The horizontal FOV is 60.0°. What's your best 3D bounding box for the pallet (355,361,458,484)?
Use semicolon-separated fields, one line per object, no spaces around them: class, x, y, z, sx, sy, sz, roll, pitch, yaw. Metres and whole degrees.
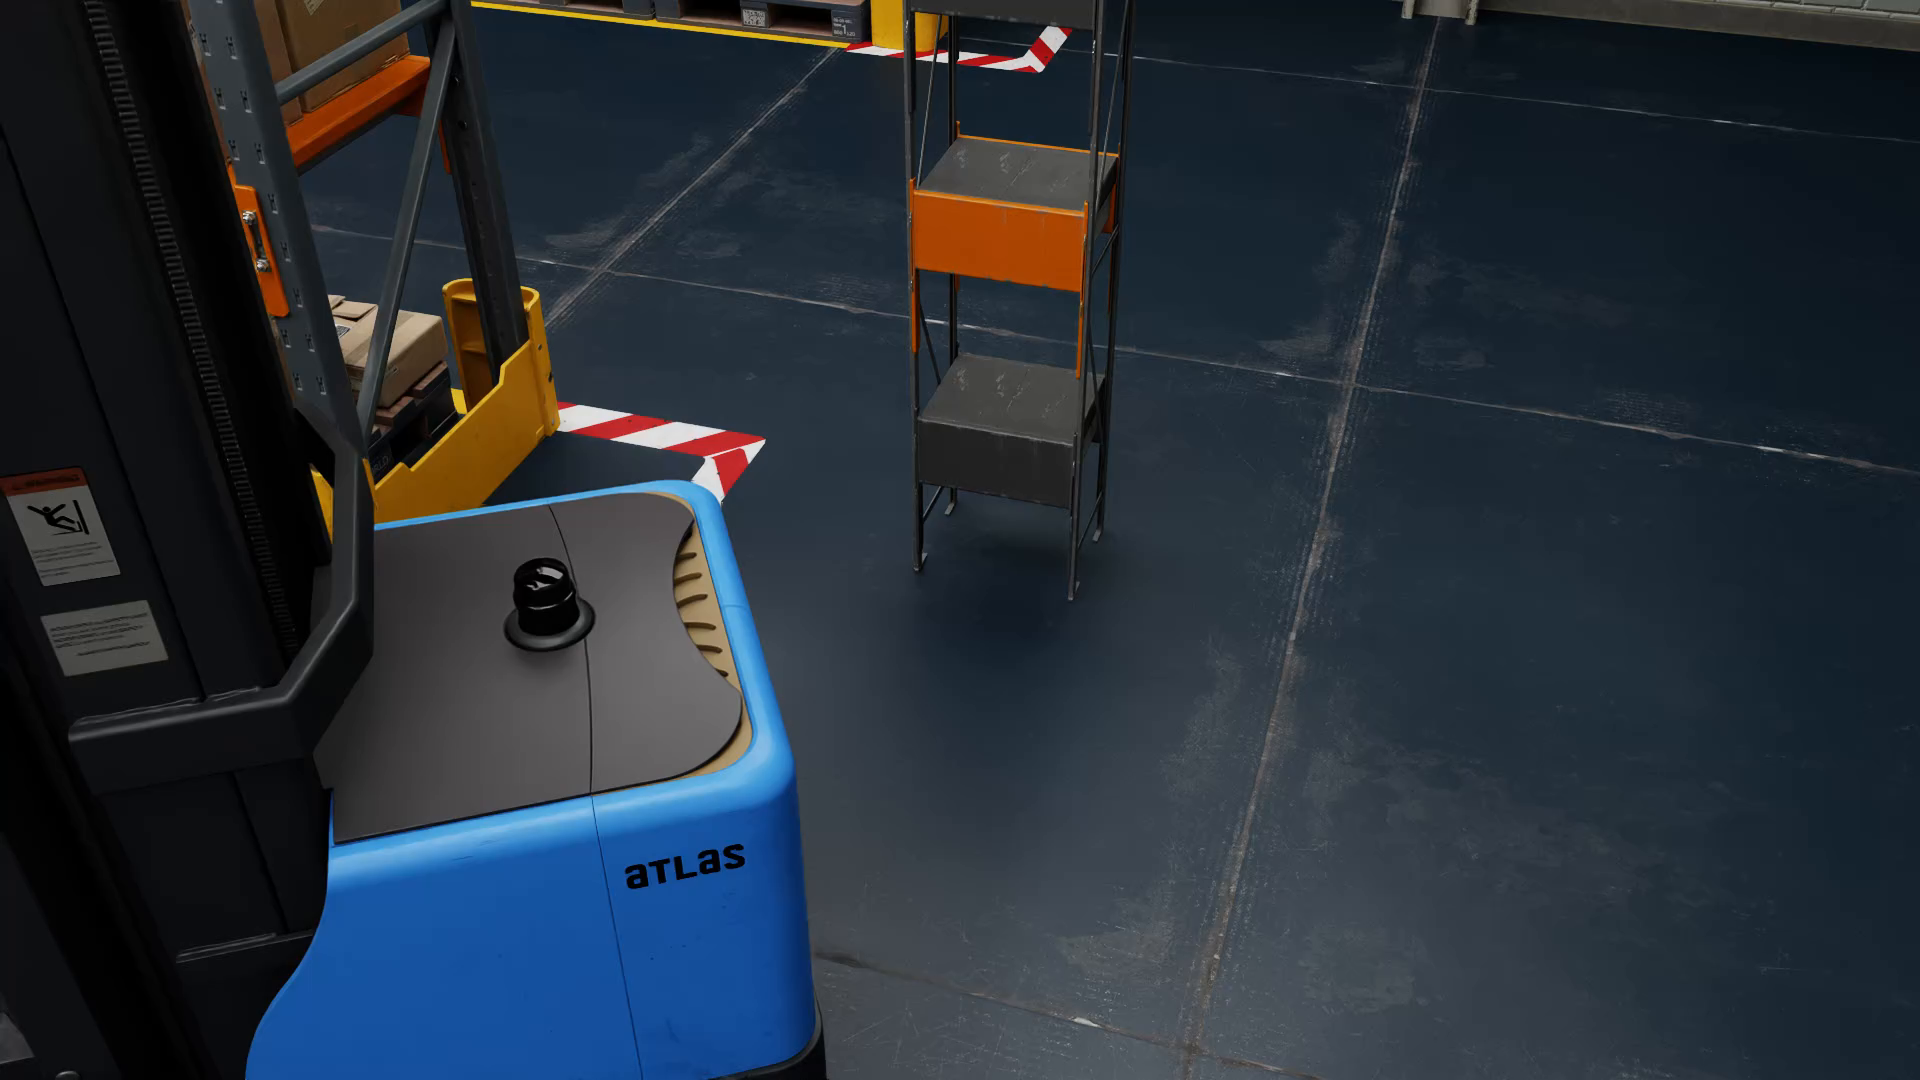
pallet;-2.476;-0.352;5.551;1.213;0.211;1.003;10;38;14

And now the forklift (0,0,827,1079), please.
forklift;-1.855;0.049;2.710;3.031;2.935;1.130;-10;37;-13

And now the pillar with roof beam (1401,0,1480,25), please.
pillar with roof beam;1.382;-4.118;3.253;0.400;9.000;9.100;10;38;14

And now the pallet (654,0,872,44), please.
pallet;-0.955;-3.099;9.283;1.213;0.211;1.003;10;38;14

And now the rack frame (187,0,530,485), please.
rack frame;-1.642;-1.322;4.515;0.127;3.000;1.000;10;38;14

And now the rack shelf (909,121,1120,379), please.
rack shelf;0.158;-0.805;4.596;0.480;0.518;0.431;10;38;14

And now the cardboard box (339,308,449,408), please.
cardboard box;-1.940;-0.619;5.595;0.250;0.149;0.380;10;38;14

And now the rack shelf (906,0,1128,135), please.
rack shelf;0.158;-1.369;4.181;0.480;0.518;0.431;10;38;14

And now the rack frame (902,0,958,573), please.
rack frame;-0.075;-0.860;4.646;0.015;2.100;0.400;10;38;14

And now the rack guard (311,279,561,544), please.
rack guard;-1.715;-0.328;5.274;0.348;0.500;1.175;10;38;14

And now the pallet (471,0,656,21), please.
pallet;-2.116;-3.316;9.577;1.213;0.211;1.003;10;38;14

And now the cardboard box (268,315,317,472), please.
cardboard box;-2.235;-0.449;5.067;0.500;0.500;0.500;10;38;14

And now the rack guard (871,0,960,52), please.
rack guard;-0.146;-3.114;9.059;0.348;0.500;1.175;10;38;14

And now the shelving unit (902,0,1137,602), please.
shelving unit;0.158;-0.816;4.588;0.503;2.100;0.431;10;38;14

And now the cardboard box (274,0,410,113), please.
cardboard box;-1.987;-1.589;4.795;0.500;0.500;0.500;11;38;15

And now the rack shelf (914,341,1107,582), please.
rack shelf;0.158;-0.242;5.011;0.480;0.518;0.431;10;38;14

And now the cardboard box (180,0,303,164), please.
cardboard box;-2.151;-1.287;4.384;0.500;0.500;0.500;12;38;15

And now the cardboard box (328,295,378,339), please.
cardboard box;-2.178;-0.670;5.649;0.250;0.166;0.380;10;38;14

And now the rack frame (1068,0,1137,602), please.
rack frame;0.391;-0.773;4.529;0.015;2.100;0.400;10;38;14

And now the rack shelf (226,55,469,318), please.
rack shelf;-3.551;-1.385;5.209;4.000;0.370;1.077;10;38;14
